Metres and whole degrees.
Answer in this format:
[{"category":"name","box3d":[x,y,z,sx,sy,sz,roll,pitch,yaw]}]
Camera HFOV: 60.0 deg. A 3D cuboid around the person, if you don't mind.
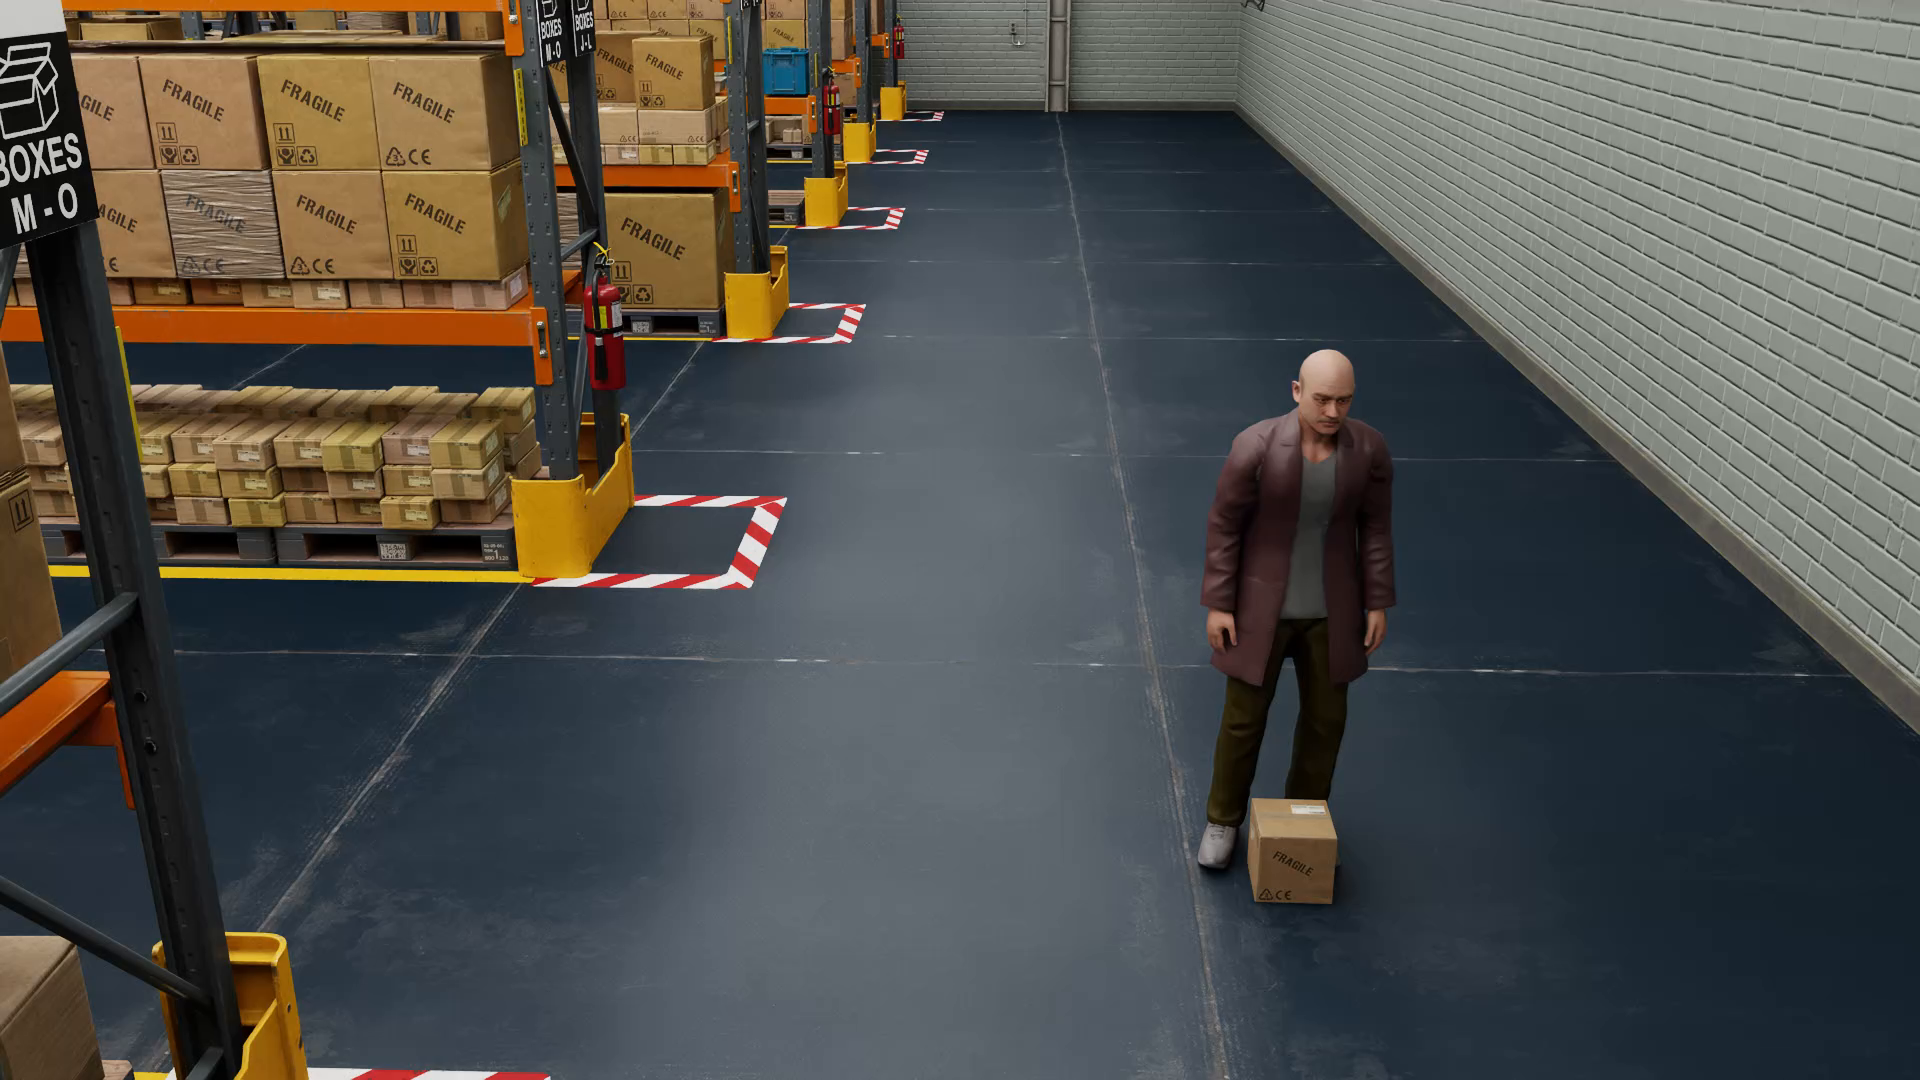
[{"category":"person","box3d":[1.114,0.260,5.497,0.651,1.708,0.428,-1,20,-2]}]
